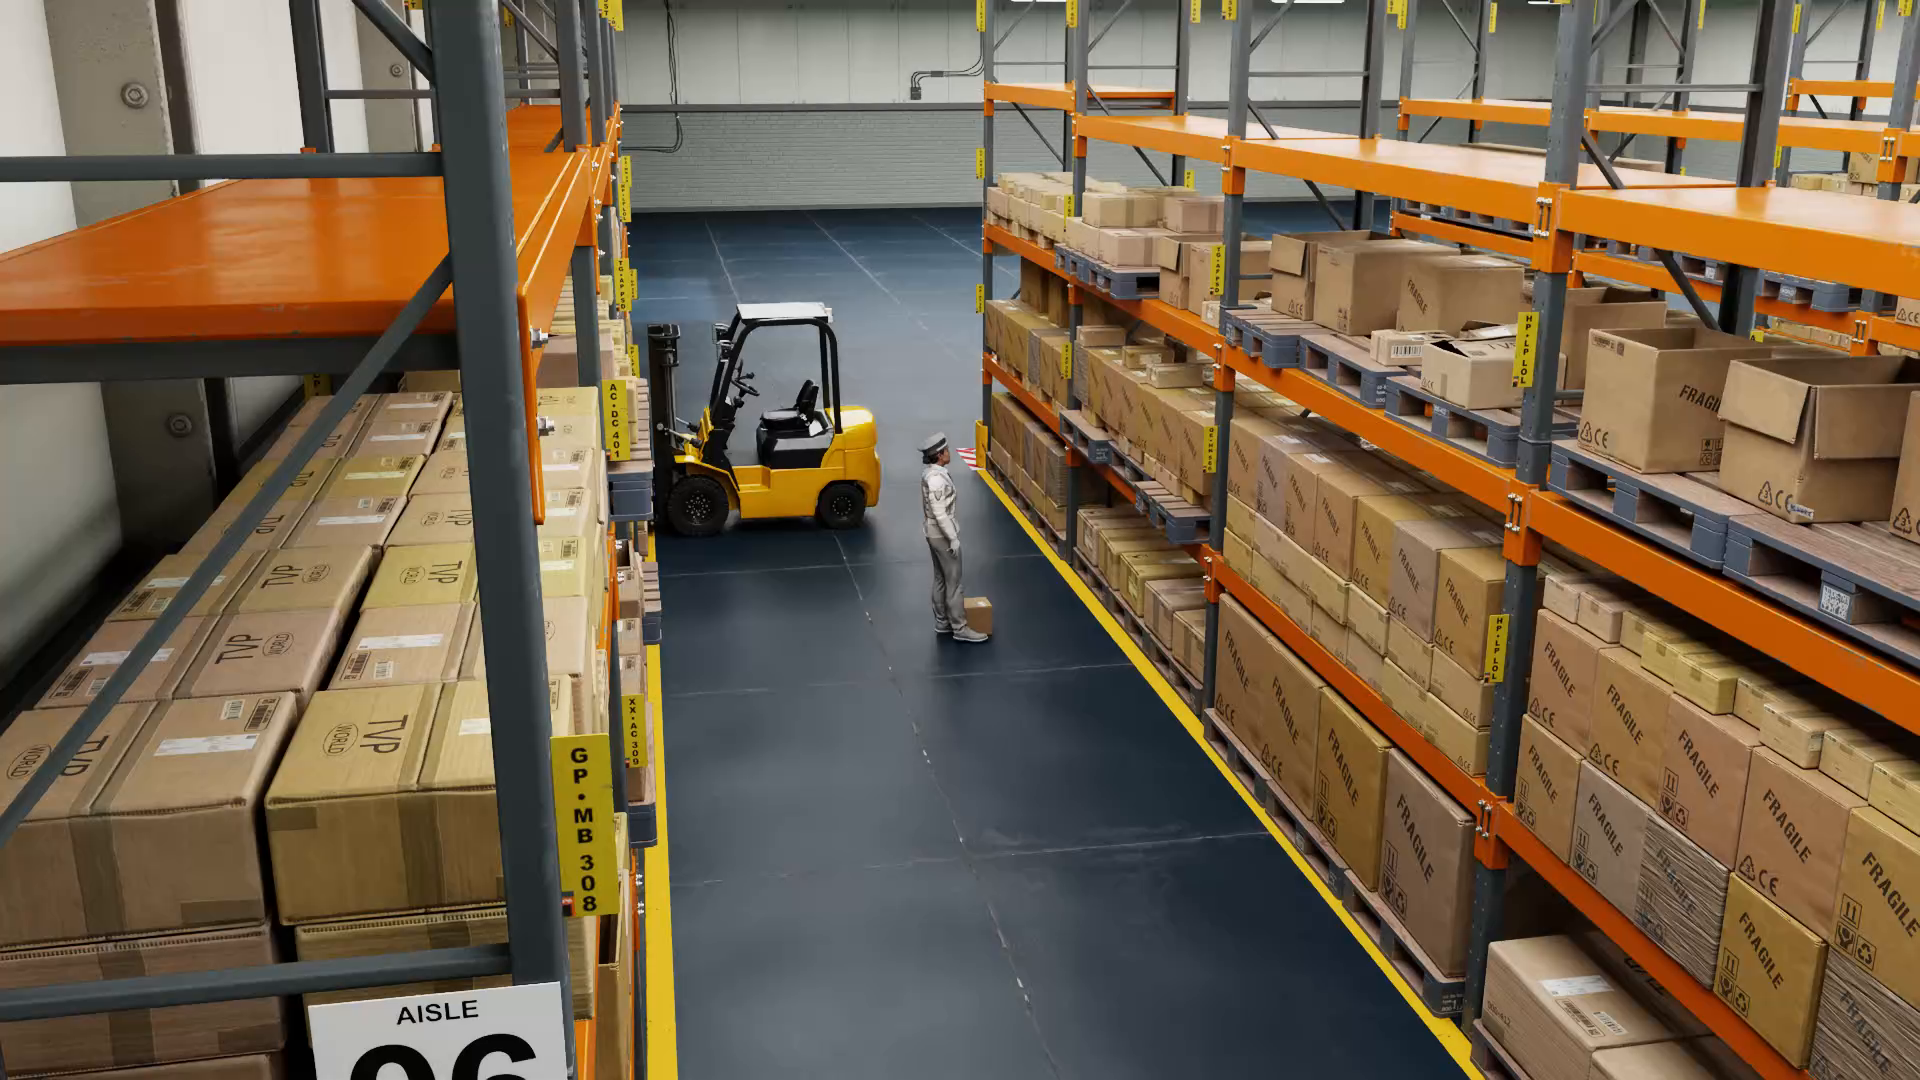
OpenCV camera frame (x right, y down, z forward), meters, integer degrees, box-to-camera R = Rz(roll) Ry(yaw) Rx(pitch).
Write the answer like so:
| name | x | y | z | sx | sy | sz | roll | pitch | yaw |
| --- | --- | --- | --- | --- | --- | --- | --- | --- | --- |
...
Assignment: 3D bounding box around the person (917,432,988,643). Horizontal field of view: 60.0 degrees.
| name | x | y | z | sx | sy | sz | roll | pitch | yaw |
| --- | --- | --- | --- | --- | --- | --- | --- | --- | --- |
| person | -0.074 | -0.043 | 13.590 | 0.529 | 1.694 | 0.587 | -3 | 17 | -10 |
